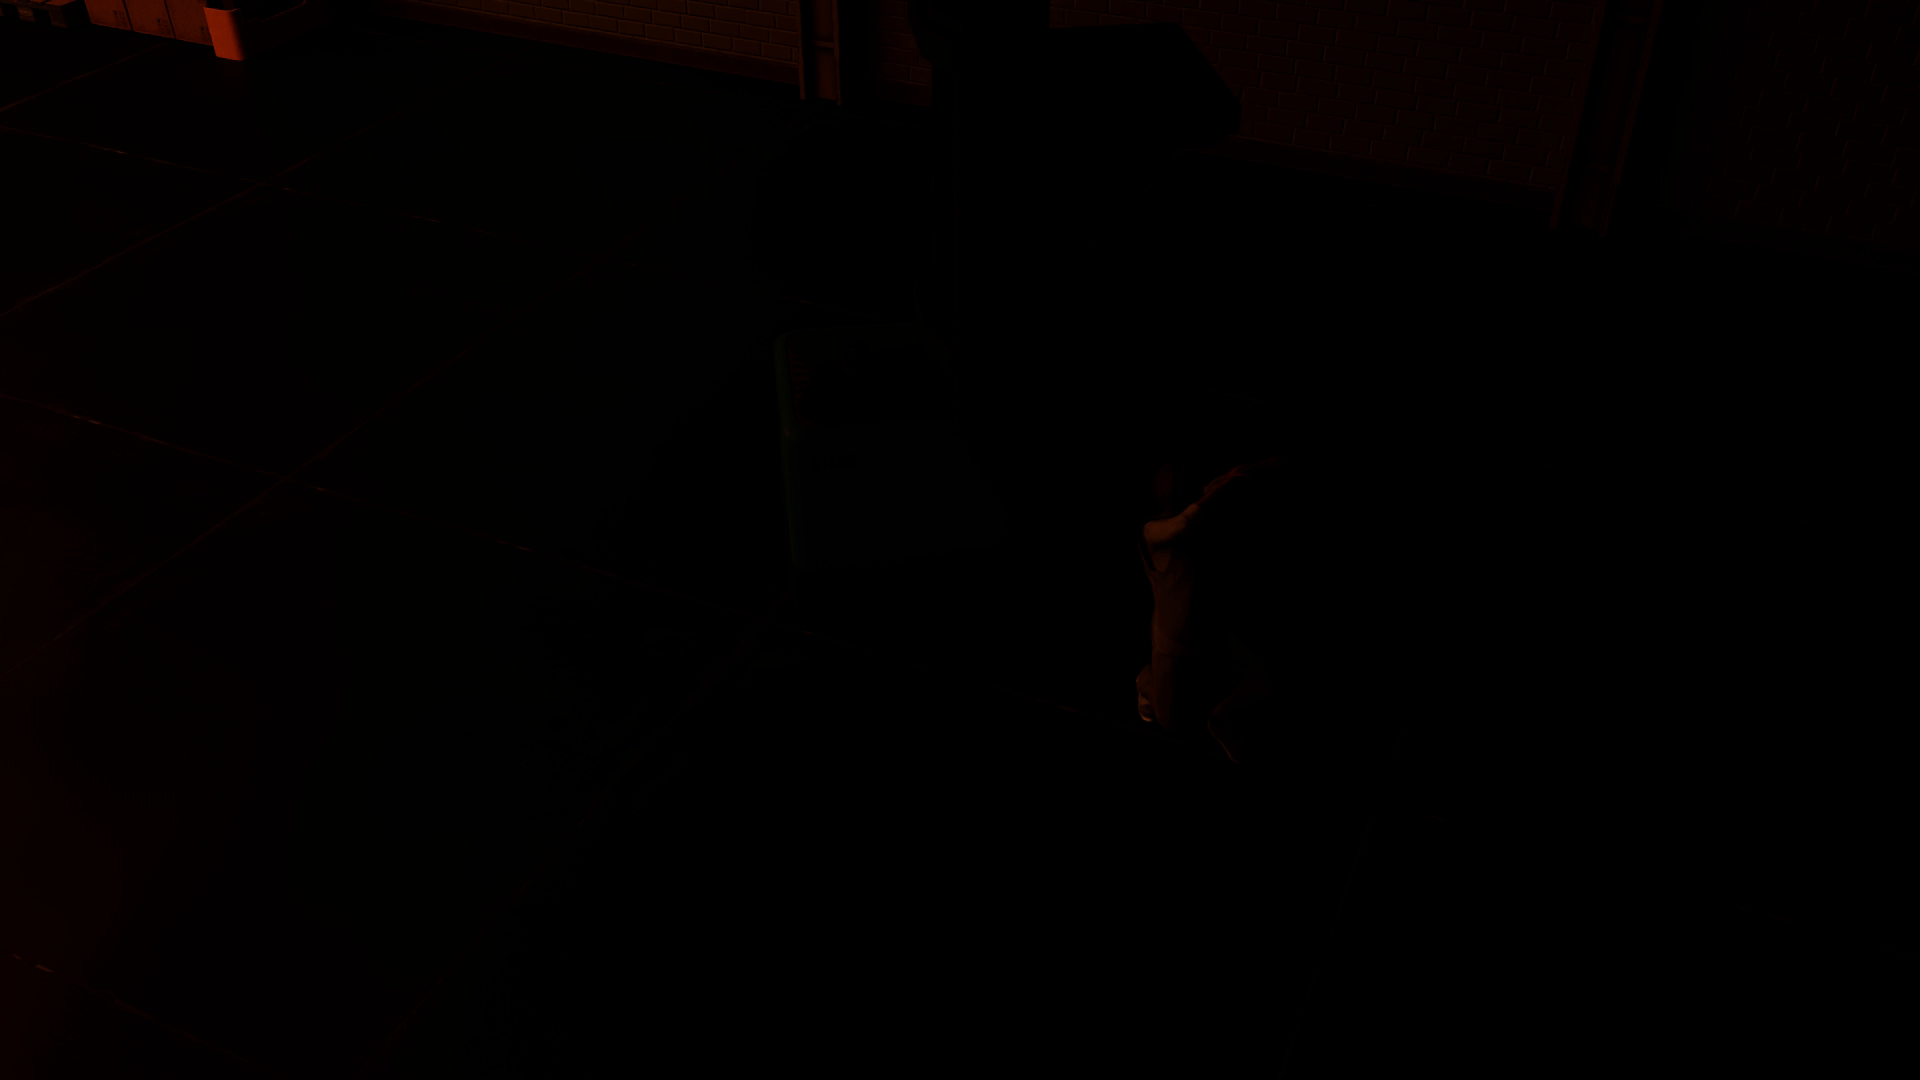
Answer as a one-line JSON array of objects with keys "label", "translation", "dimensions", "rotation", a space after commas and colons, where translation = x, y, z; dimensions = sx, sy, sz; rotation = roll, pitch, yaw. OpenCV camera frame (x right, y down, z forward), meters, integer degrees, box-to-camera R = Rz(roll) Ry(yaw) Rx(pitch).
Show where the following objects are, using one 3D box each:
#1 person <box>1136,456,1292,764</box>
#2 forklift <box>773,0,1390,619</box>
[{"label": "person", "translation": [1.212, 0.242, 7.059], "dimensions": [0.945, 1.438, 0.764], "rotation": [-22, 41, -28]}, {"label": "forklift", "translation": [0.629, -1.199, 7.768], "dimensions": [3.031, 2.935, 1.130], "rotation": [-5, 36, -7]}]
